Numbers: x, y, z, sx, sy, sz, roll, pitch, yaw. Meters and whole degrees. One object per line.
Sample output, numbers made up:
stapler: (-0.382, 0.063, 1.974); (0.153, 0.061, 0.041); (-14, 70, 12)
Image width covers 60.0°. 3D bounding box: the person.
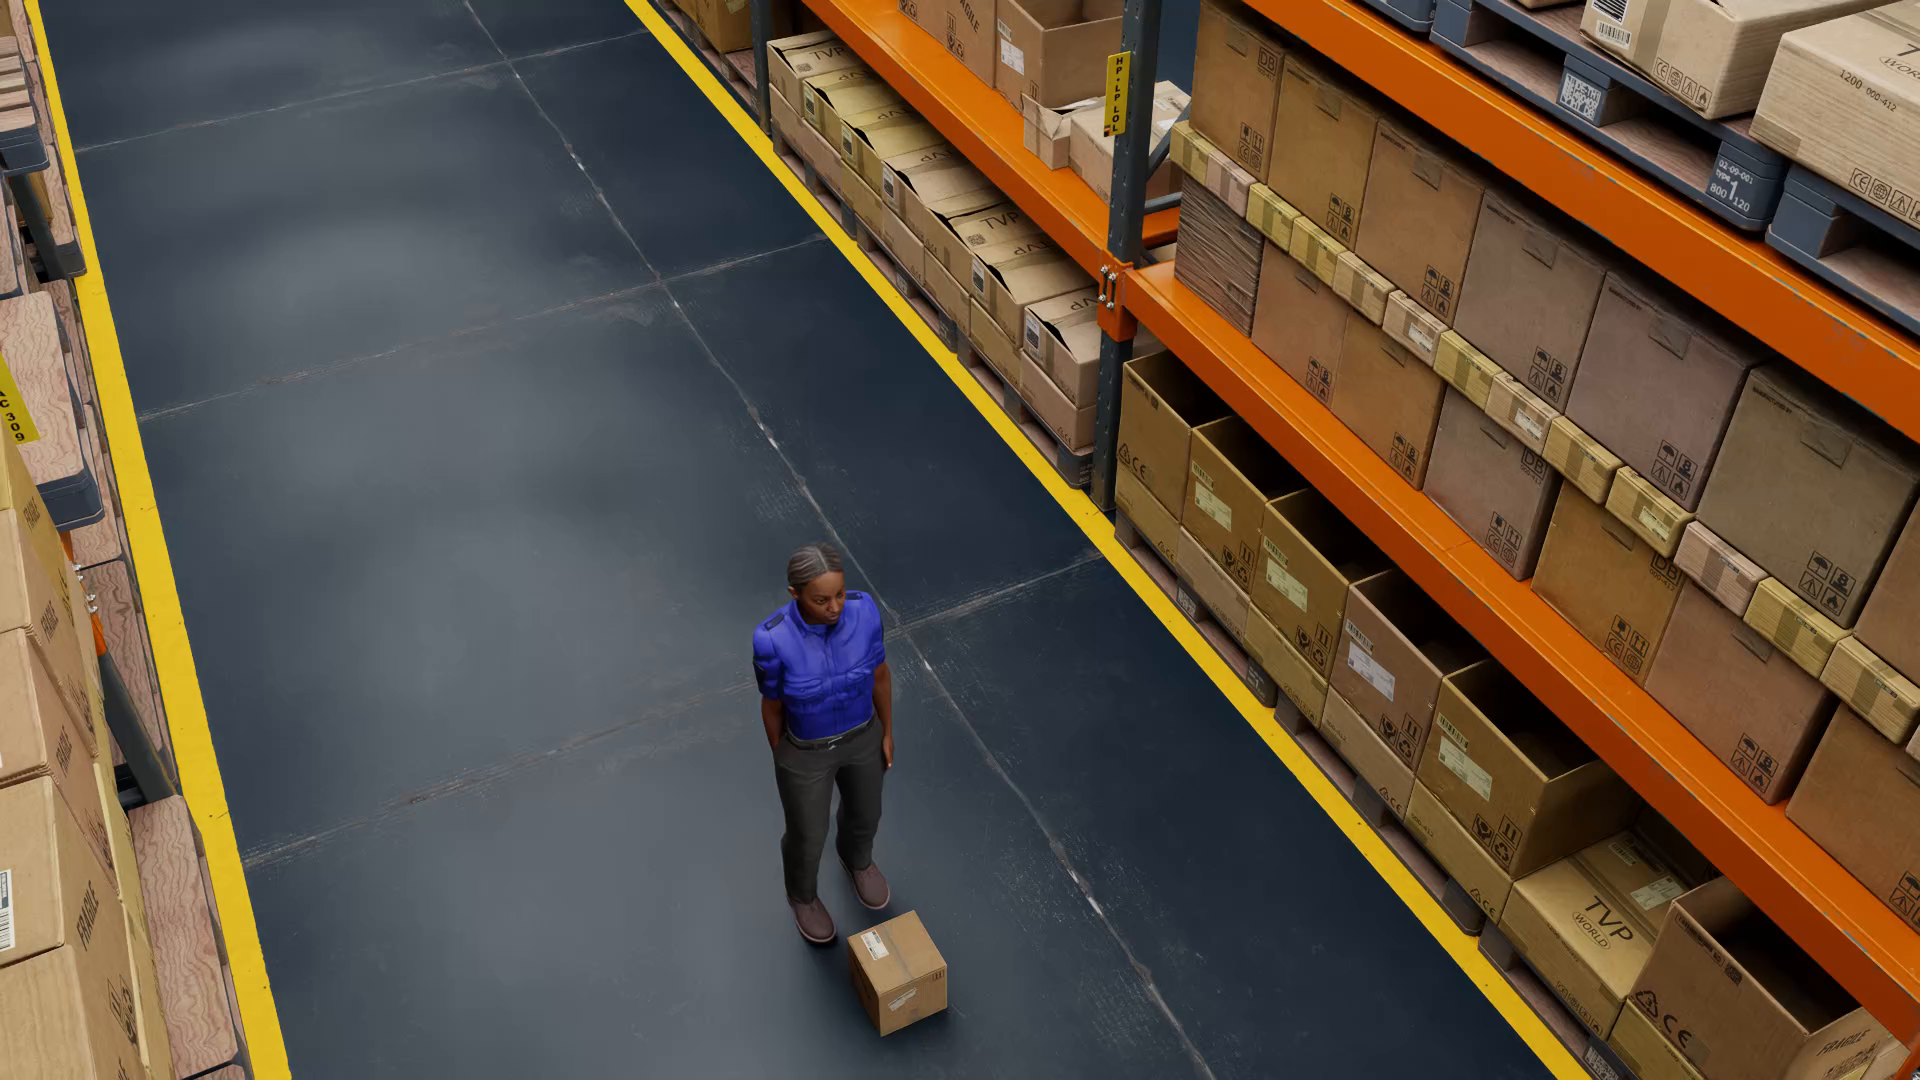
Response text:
person: (-0.417, 0.661, 5.426); (0.437, 1.660, 0.354); (-18, 45, -19)
